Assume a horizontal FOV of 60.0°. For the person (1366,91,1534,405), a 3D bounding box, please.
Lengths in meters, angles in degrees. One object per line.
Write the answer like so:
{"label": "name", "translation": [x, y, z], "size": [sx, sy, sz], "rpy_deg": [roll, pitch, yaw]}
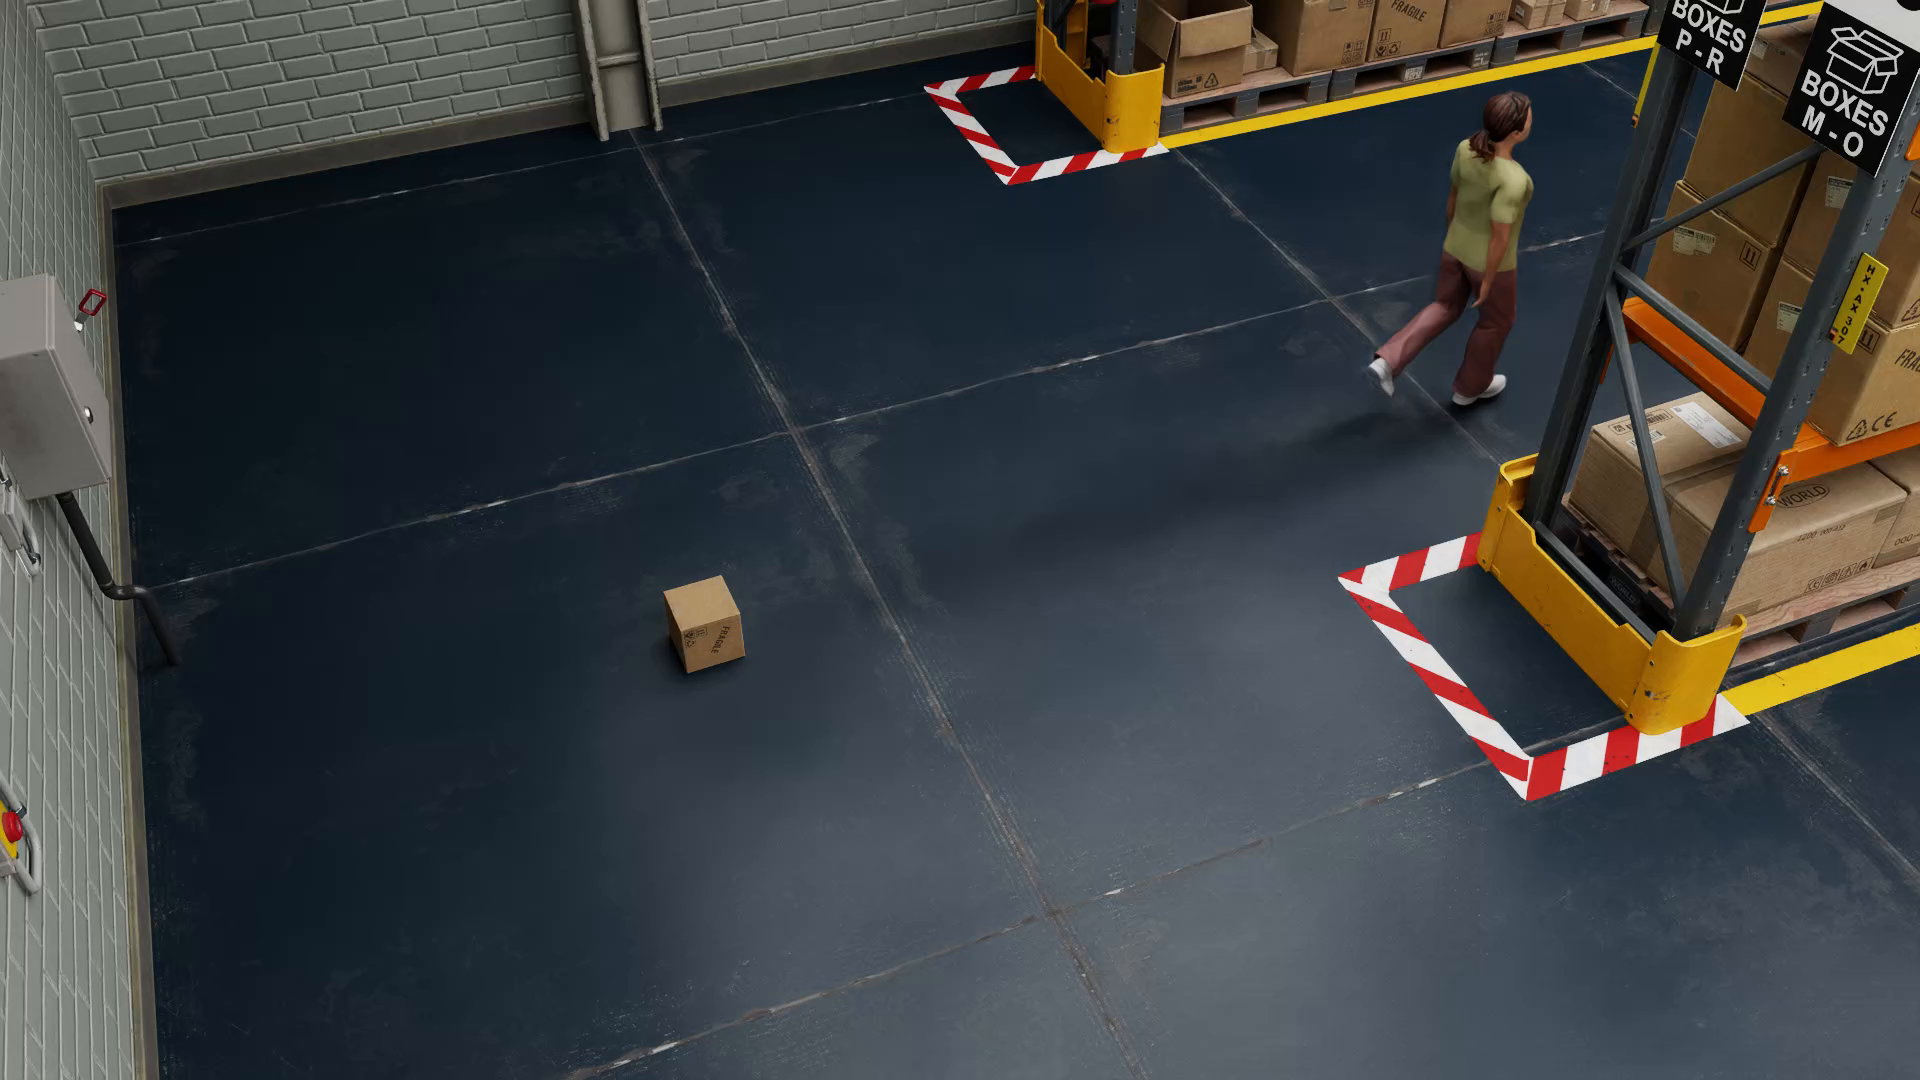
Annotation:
{"label": "person", "translation": [2.318, -1.275, 7.561], "size": [0.783, 1.645, 0.446], "rpy_deg": [-20, 46, -21]}
